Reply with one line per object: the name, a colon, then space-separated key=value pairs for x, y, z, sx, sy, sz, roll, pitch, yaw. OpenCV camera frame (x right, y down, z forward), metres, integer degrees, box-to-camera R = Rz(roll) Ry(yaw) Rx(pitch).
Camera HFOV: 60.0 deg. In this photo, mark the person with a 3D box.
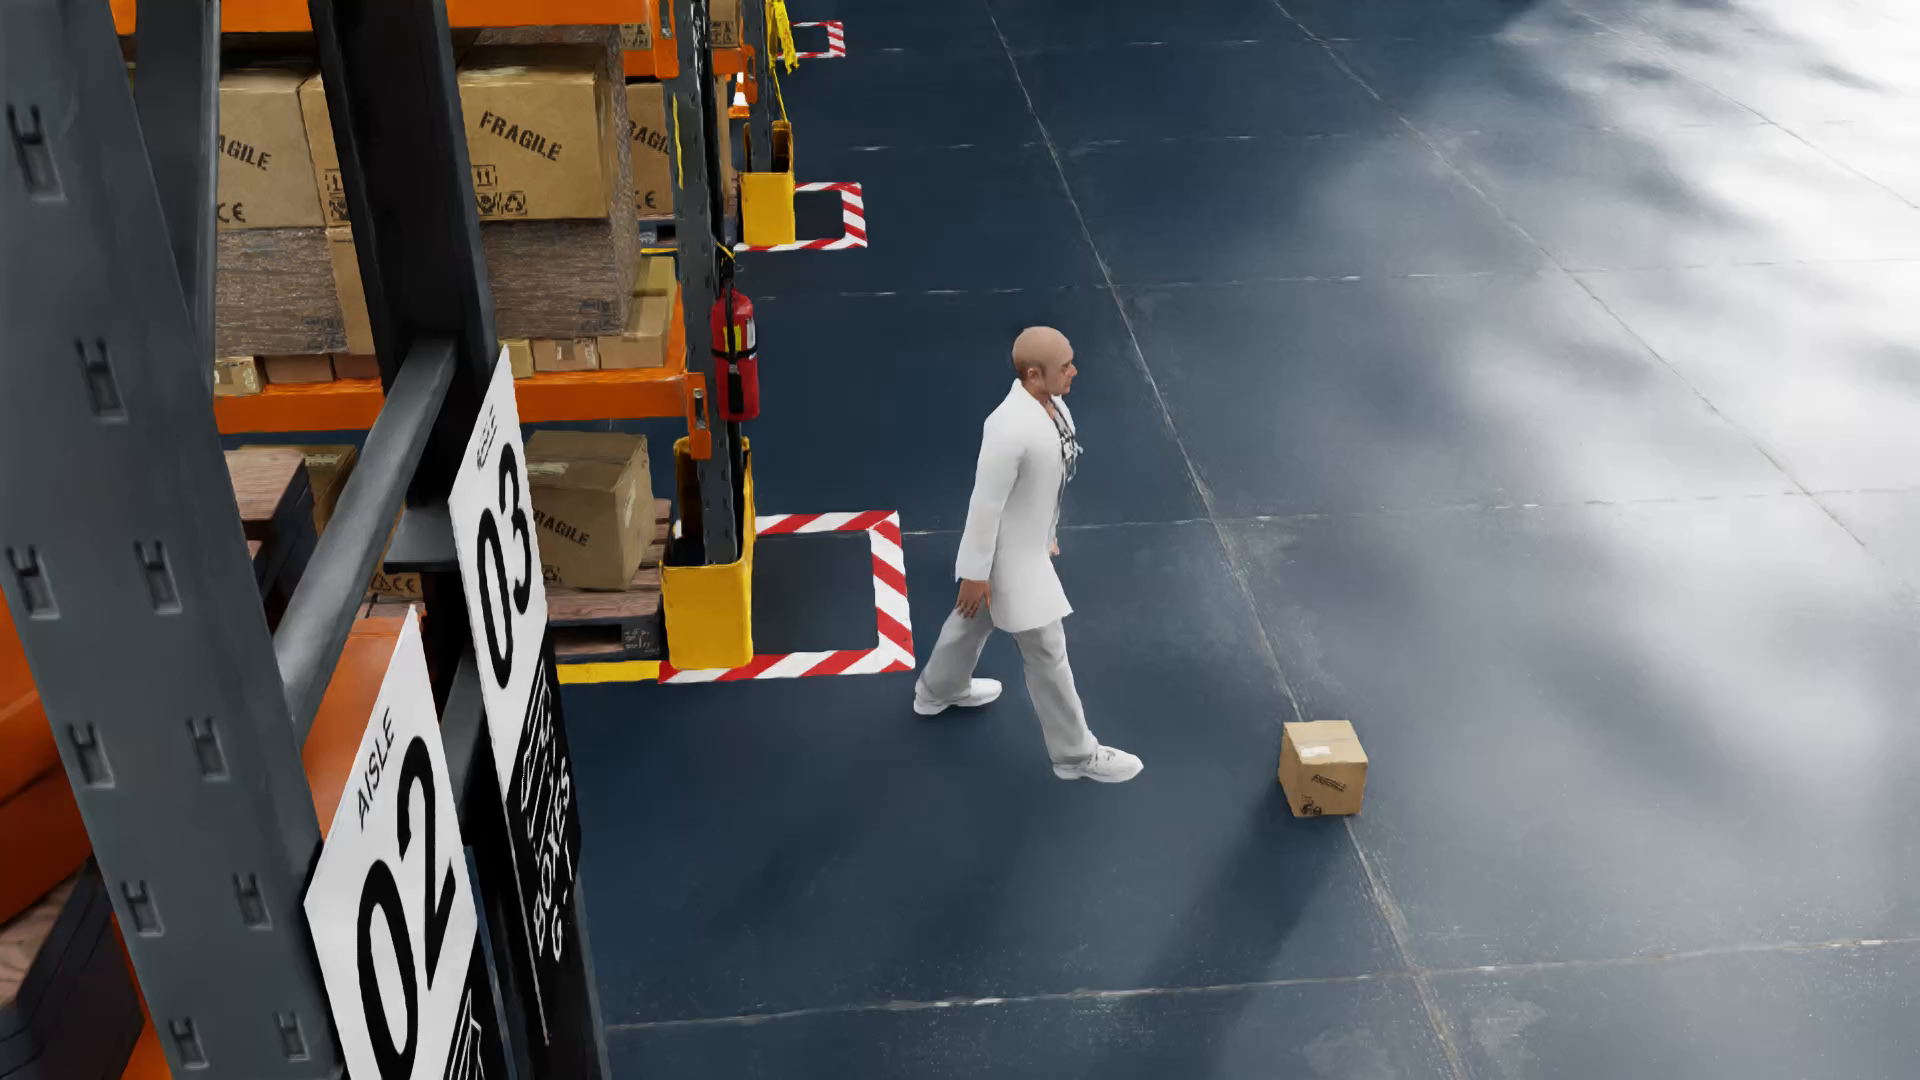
person: x=0.269 y=0.078 z=6.123 sx=0.973 sy=1.628 sz=0.630 roll=8 pitch=32 yaw=13
